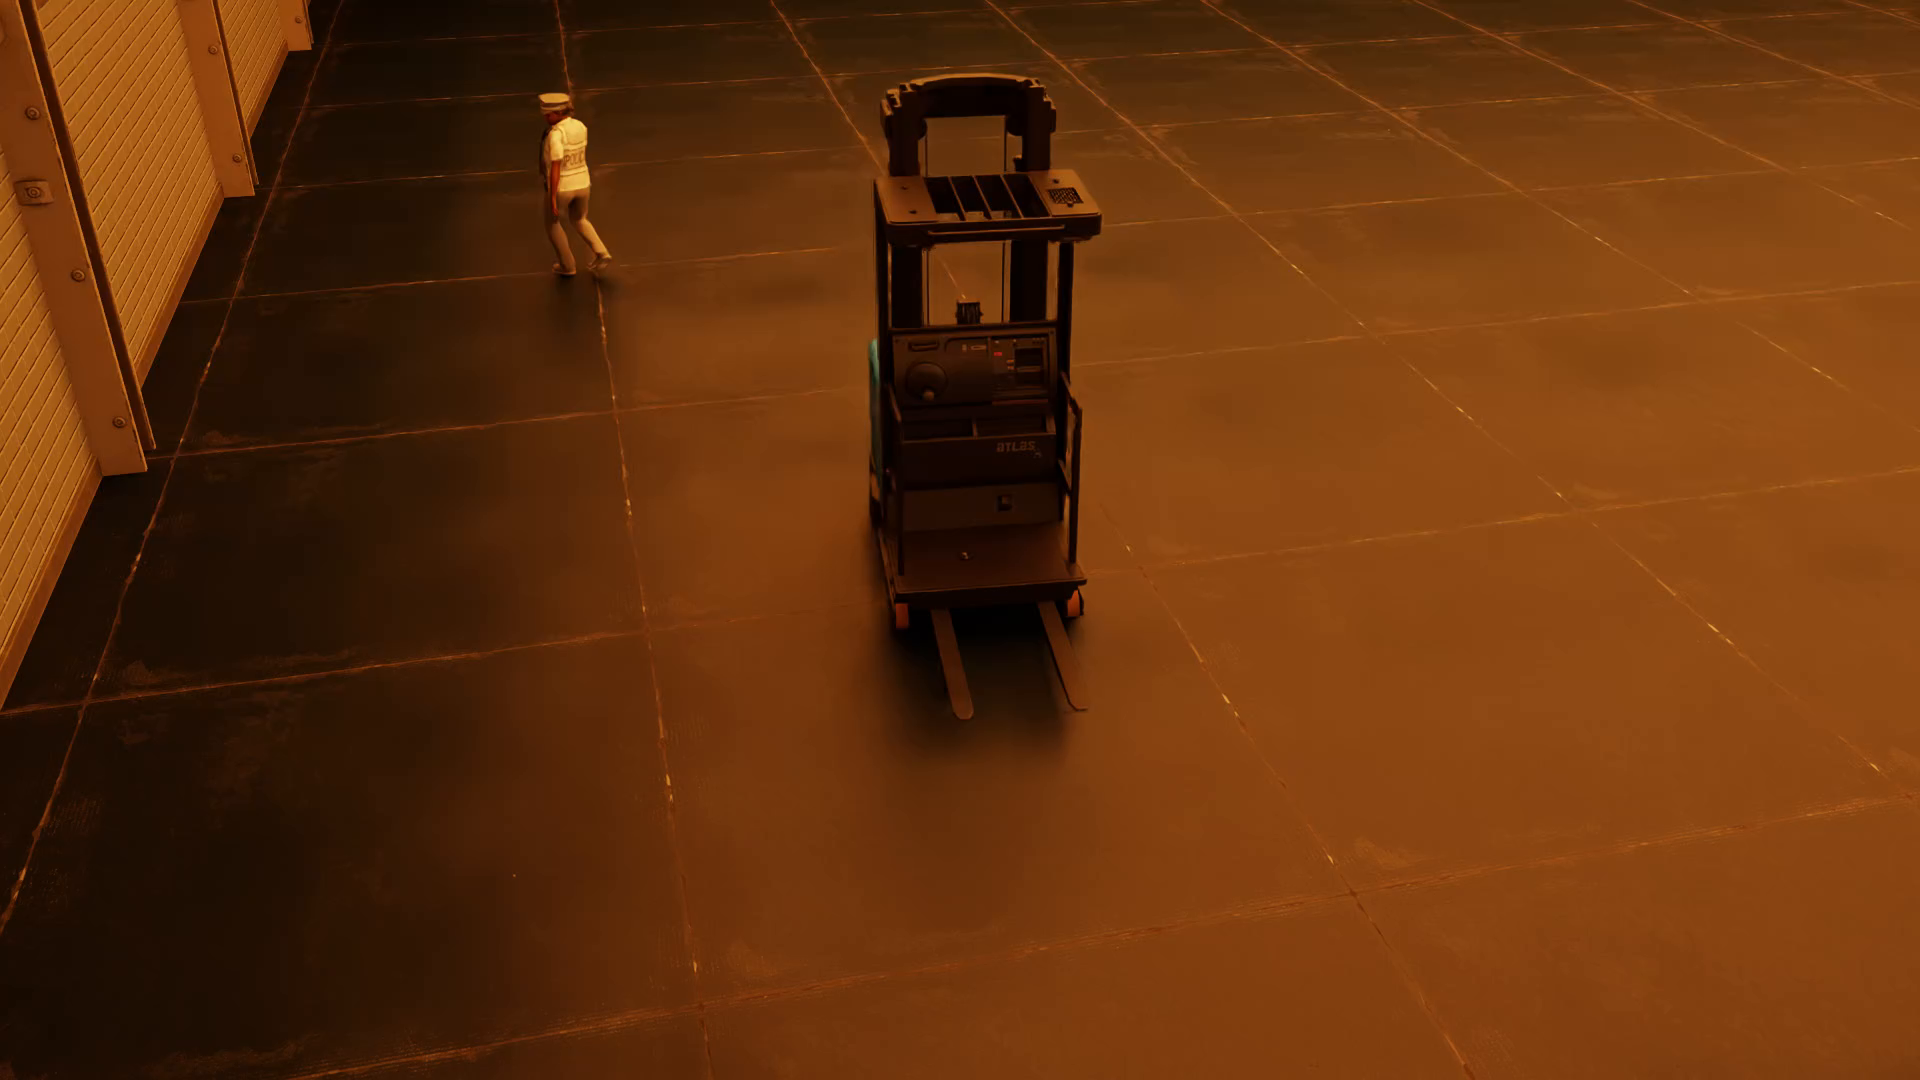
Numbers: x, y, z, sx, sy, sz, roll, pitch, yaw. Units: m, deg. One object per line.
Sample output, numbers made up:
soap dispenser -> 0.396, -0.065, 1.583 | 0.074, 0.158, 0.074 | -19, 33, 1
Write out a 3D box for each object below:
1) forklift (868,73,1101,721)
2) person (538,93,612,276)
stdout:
forklift -> 0.117, -0.934, 9.188 | 1.130, 2.935, 3.031 | -4, 30, -7
person -> -3.355, -2.976, 14.057 | 0.622, 1.601, 0.585 | 25, 38, 36
